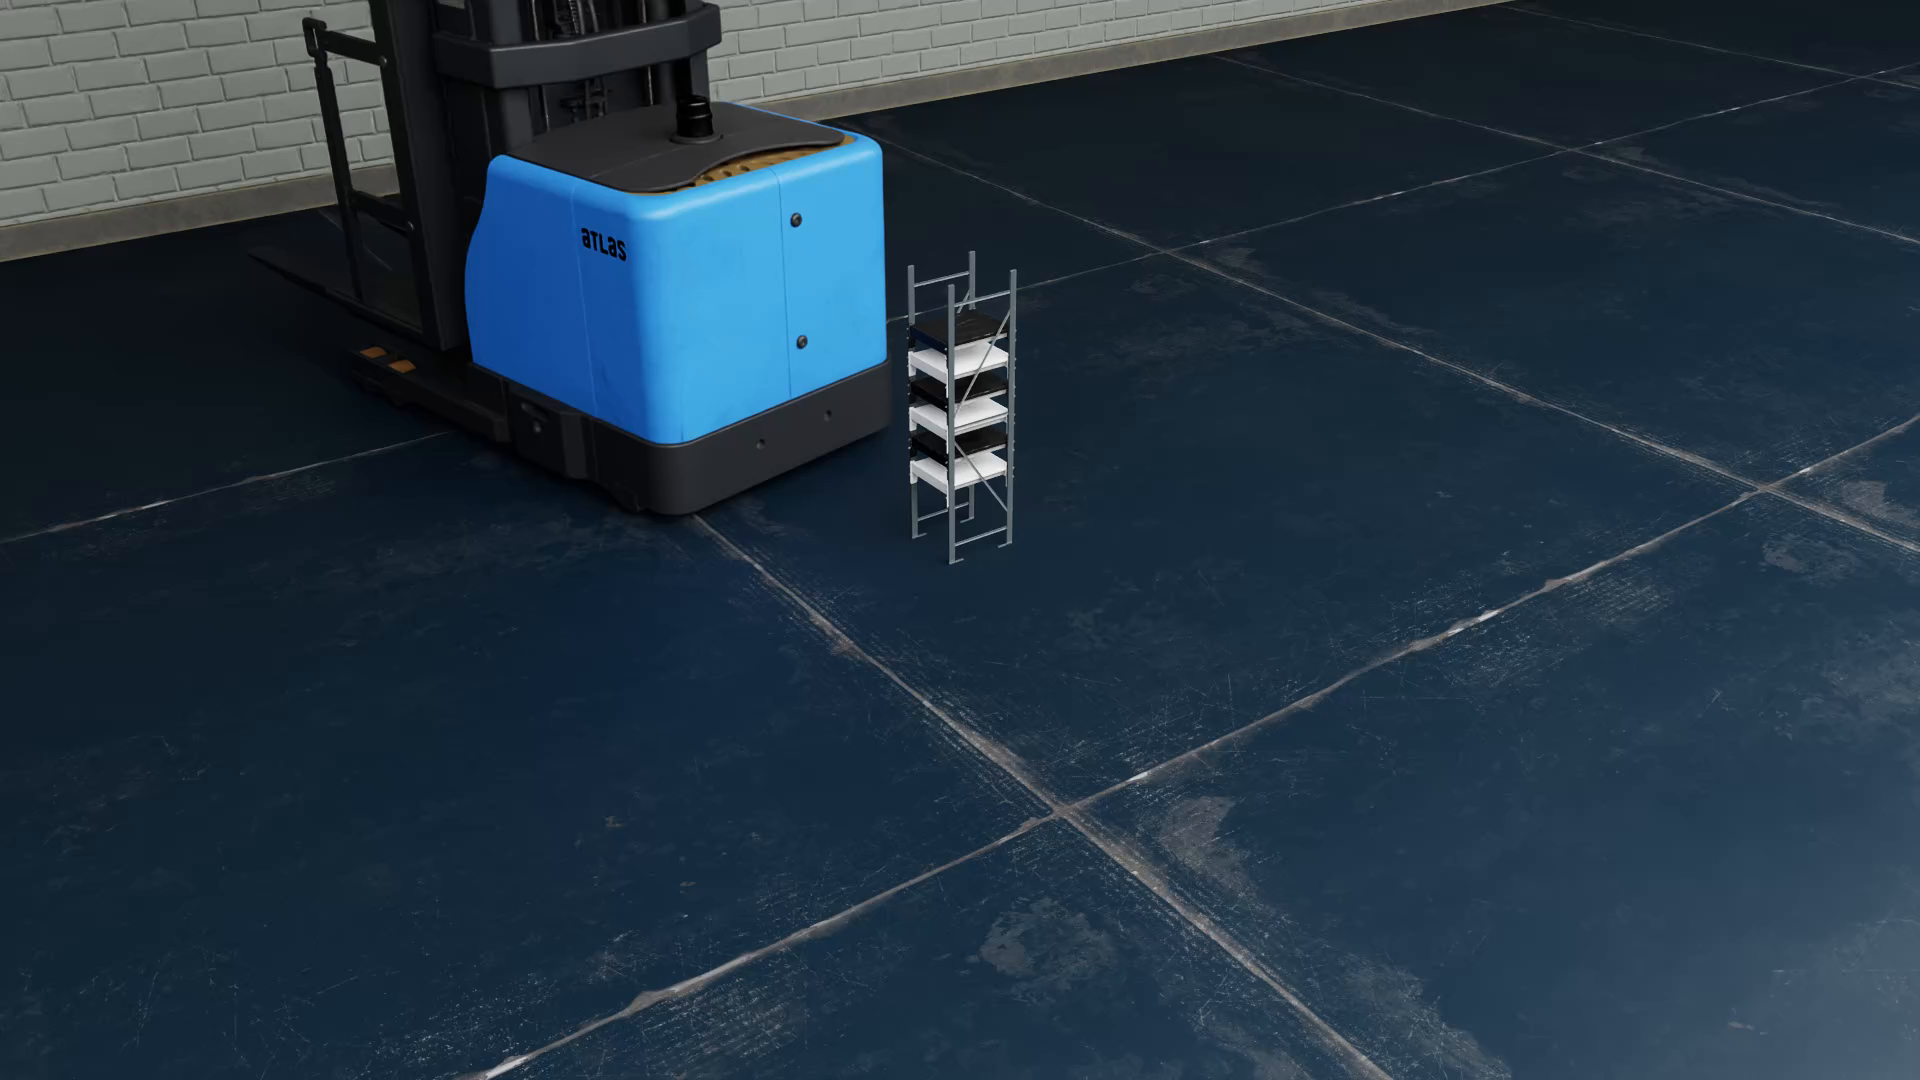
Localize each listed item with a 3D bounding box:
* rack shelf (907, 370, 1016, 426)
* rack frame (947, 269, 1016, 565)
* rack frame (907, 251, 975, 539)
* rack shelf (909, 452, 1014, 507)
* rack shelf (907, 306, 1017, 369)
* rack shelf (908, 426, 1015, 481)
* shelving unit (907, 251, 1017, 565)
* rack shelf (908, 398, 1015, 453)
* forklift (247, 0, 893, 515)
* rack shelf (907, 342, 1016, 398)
[{"bbox_3d":[0.005,-0.442,5.002,0.258,0.077,0.200,-19,34,-31],"label":"rack shelf"},{"bbox_3d":[0.064,-0.353,4.957,0.240,0.900,0.006,-19,34,-31],"label":"rack frame"},{"bbox_3d":[-0.054,-0.432,5.102,0.240,0.900,0.006,-19,34,-31],"label":"rack frame"},{"bbox_3d":[0.005,-0.205,5.131,0.258,0.077,0.200,-19,34,-31],"label":"rack shelf"},{"bbox_3d":[0.005,-0.600,4.916,0.258,0.077,0.200,-19,34,-31],"label":"rack shelf"},{"bbox_3d":[0.005,-0.284,5.088,0.258,0.077,0.200,-19,34,-31],"label":"rack shelf"},{"bbox_3d":[0.005,-0.392,5.029,0.258,0.900,0.210,-19,34,-31],"label":"shelving unit"},{"bbox_3d":[0.005,-0.363,5.045,0.258,0.077,0.200,-19,34,-31],"label":"rack shelf"},{"bbox_3d":[-1.670,-1.951,5.772,3.031,2.935,1.130,23,36,36],"label":"forklift"},{"bbox_3d":[0.005,-0.521,4.959,0.258,0.077,0.200,-19,34,-31],"label":"rack shelf"}]
